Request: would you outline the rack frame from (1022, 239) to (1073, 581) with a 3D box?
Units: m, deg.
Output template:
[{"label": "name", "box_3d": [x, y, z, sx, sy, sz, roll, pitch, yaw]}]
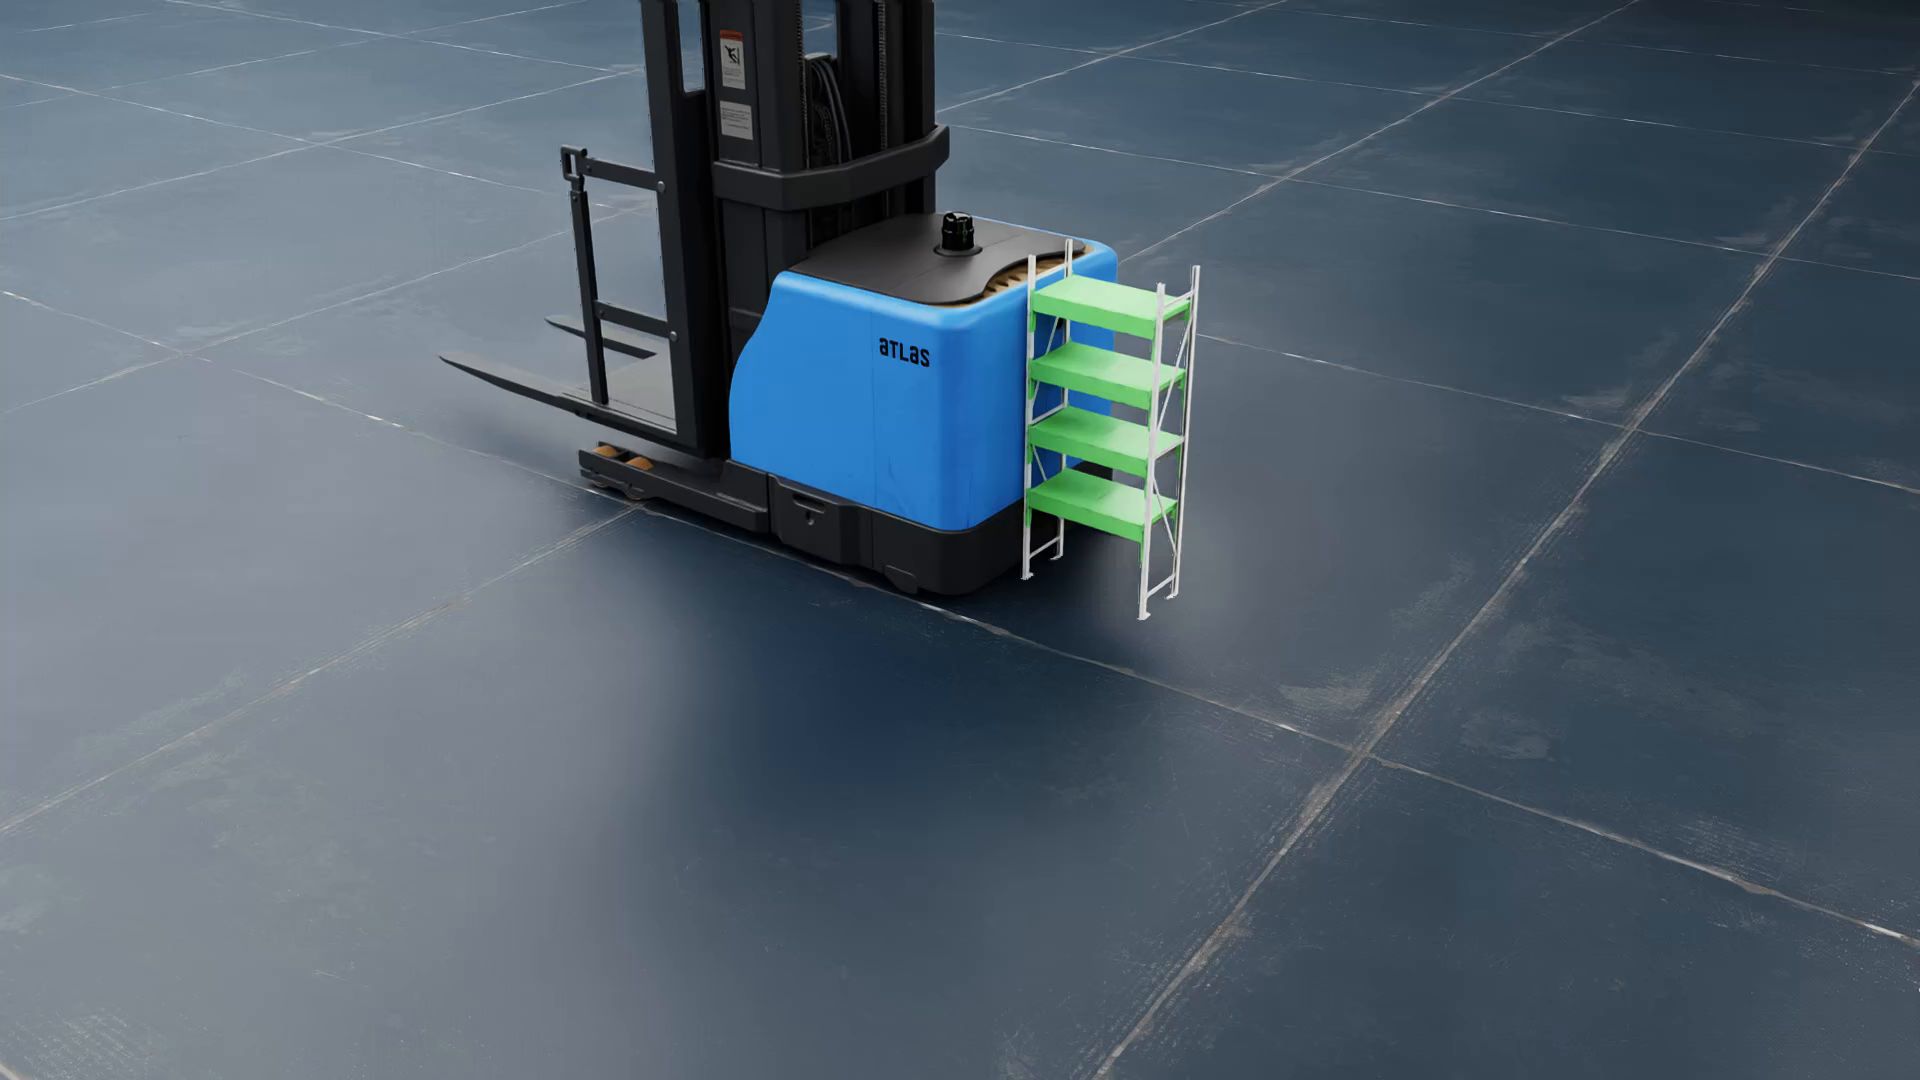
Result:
[{"label": "rack frame", "box_3d": [0.301, -0.434, 5.779, 0.015, 1.200, 0.240, 19, 32, 32]}]

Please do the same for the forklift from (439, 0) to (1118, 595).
[{"label": "forklift", "box_3d": [-0.901, -1.635, 6.231, 3.031, 2.935, 1.130, 19, 32, 32]}]

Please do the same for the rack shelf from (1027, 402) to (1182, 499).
[{"label": "rack shelf", "box_3d": [0.496, -0.310, 5.678, 0.480, 0.148, 0.258, 19, 32, 32]}]

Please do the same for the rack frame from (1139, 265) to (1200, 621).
[{"label": "rack frame", "box_3d": [0.692, -0.301, 5.518, 0.015, 1.200, 0.240, 19, 32, 32]}]

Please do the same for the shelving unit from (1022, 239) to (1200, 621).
[{"label": "shelving unit", "box_3d": [0.496, -0.367, 5.649, 0.503, 1.200, 0.258, 19, 32, 32]}]

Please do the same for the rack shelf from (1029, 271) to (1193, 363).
[{"label": "rack shelf", "box_3d": [0.496, -0.738, 5.460, 0.480, 0.148, 0.258, 19, 32, 32]}]

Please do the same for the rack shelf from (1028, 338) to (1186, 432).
[{"label": "rack shelf", "box_3d": [0.496, -0.524, 5.569, 0.480, 0.148, 0.258, 19, 32, 32]}]

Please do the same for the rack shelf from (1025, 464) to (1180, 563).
[{"label": "rack shelf", "box_3d": [0.496, -0.096, 5.787, 0.480, 0.148, 0.258, 19, 32, 32]}]
